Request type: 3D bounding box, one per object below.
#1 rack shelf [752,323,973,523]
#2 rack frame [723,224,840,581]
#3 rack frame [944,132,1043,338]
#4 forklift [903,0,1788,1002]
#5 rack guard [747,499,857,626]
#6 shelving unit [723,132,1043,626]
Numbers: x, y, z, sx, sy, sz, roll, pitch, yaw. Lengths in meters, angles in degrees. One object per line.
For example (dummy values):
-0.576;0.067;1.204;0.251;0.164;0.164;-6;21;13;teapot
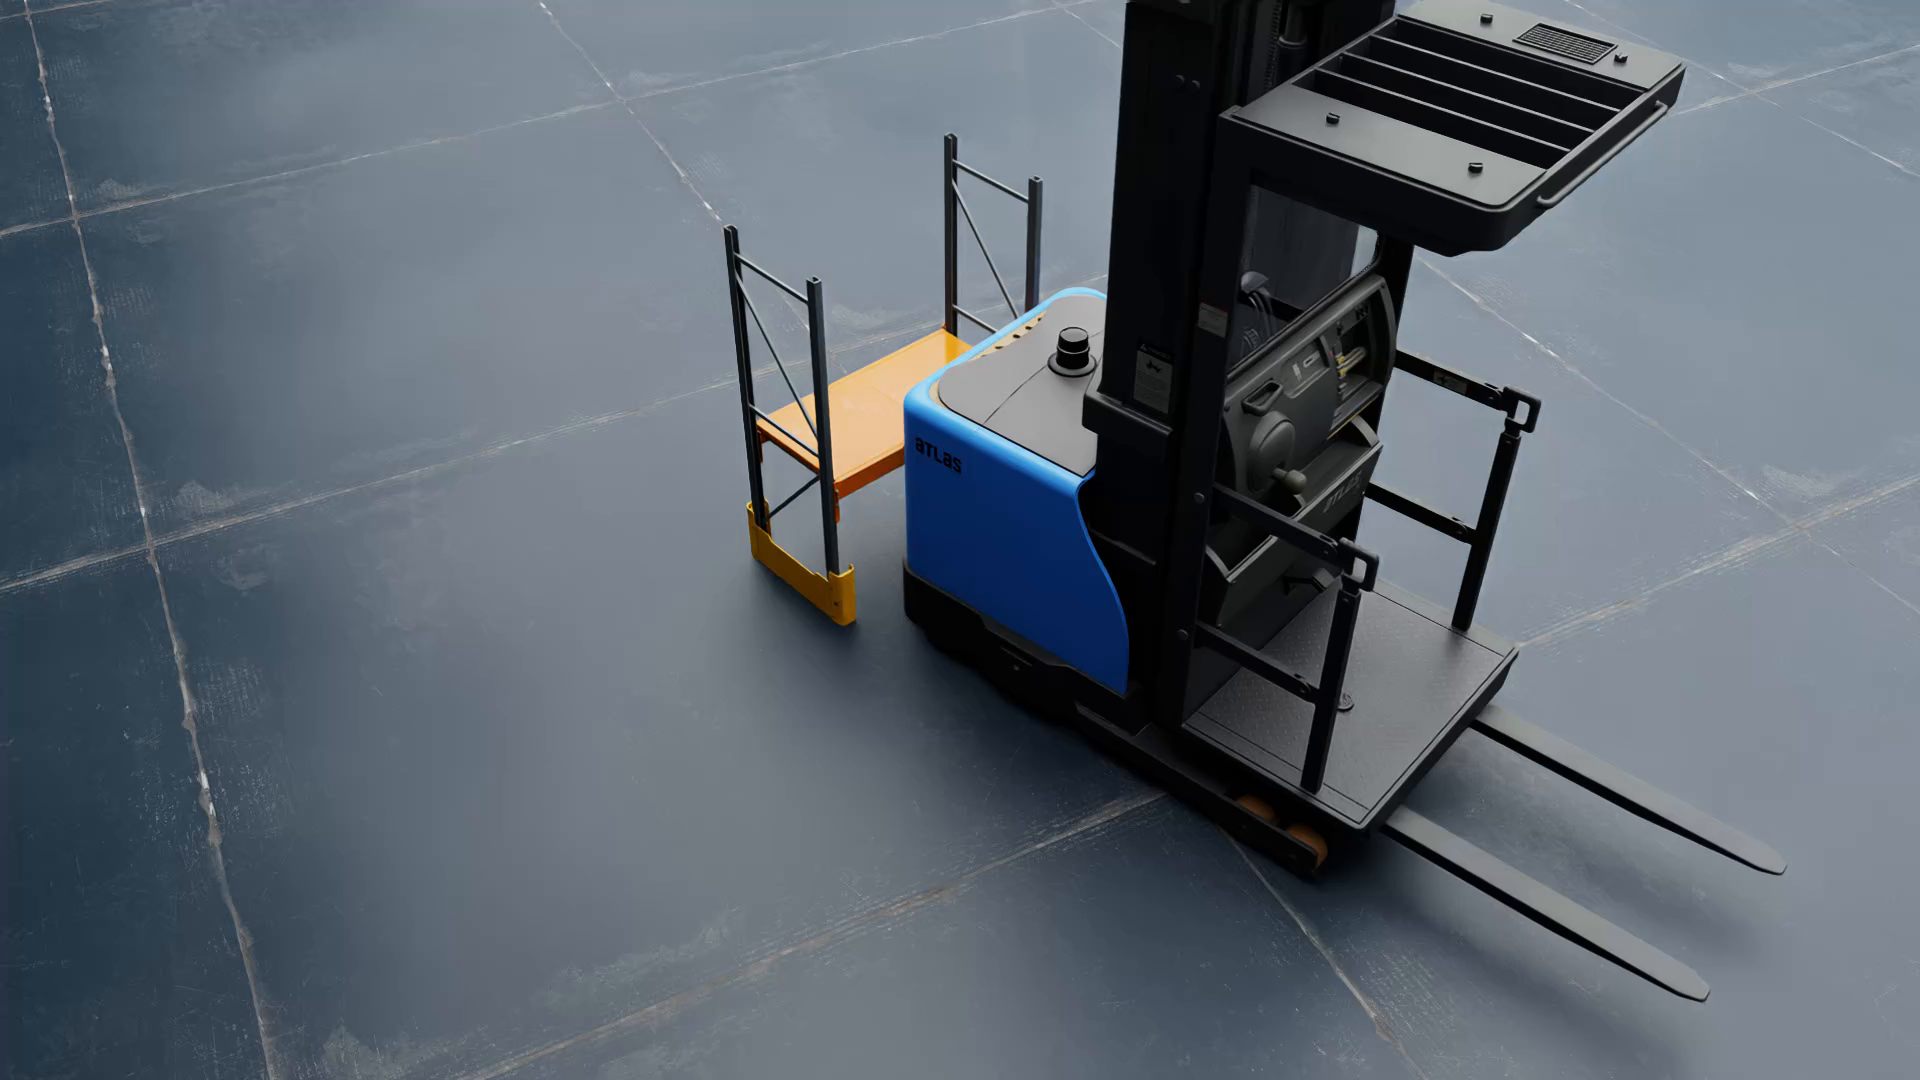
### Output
-0.257;-0.472;6.426;1.000;0.185;0.538;-31;49;-31;rack shelf
-0.632;-0.388;6.048;0.032;1.500;0.500;-31;49;-31;rack frame
0.118;-0.831;6.571;0.032;1.500;0.500;-31;49;-31;rack frame
1.232;-0.412;4.969;3.031;2.935;1.130;29;48;30;forklift
-0.618;0.080;6.462;0.087;0.250;0.587;-31;49;-31;rack guard
-0.250;-0.614;6.314;1.083;1.500;0.587;-31;49;-31;shelving unit
